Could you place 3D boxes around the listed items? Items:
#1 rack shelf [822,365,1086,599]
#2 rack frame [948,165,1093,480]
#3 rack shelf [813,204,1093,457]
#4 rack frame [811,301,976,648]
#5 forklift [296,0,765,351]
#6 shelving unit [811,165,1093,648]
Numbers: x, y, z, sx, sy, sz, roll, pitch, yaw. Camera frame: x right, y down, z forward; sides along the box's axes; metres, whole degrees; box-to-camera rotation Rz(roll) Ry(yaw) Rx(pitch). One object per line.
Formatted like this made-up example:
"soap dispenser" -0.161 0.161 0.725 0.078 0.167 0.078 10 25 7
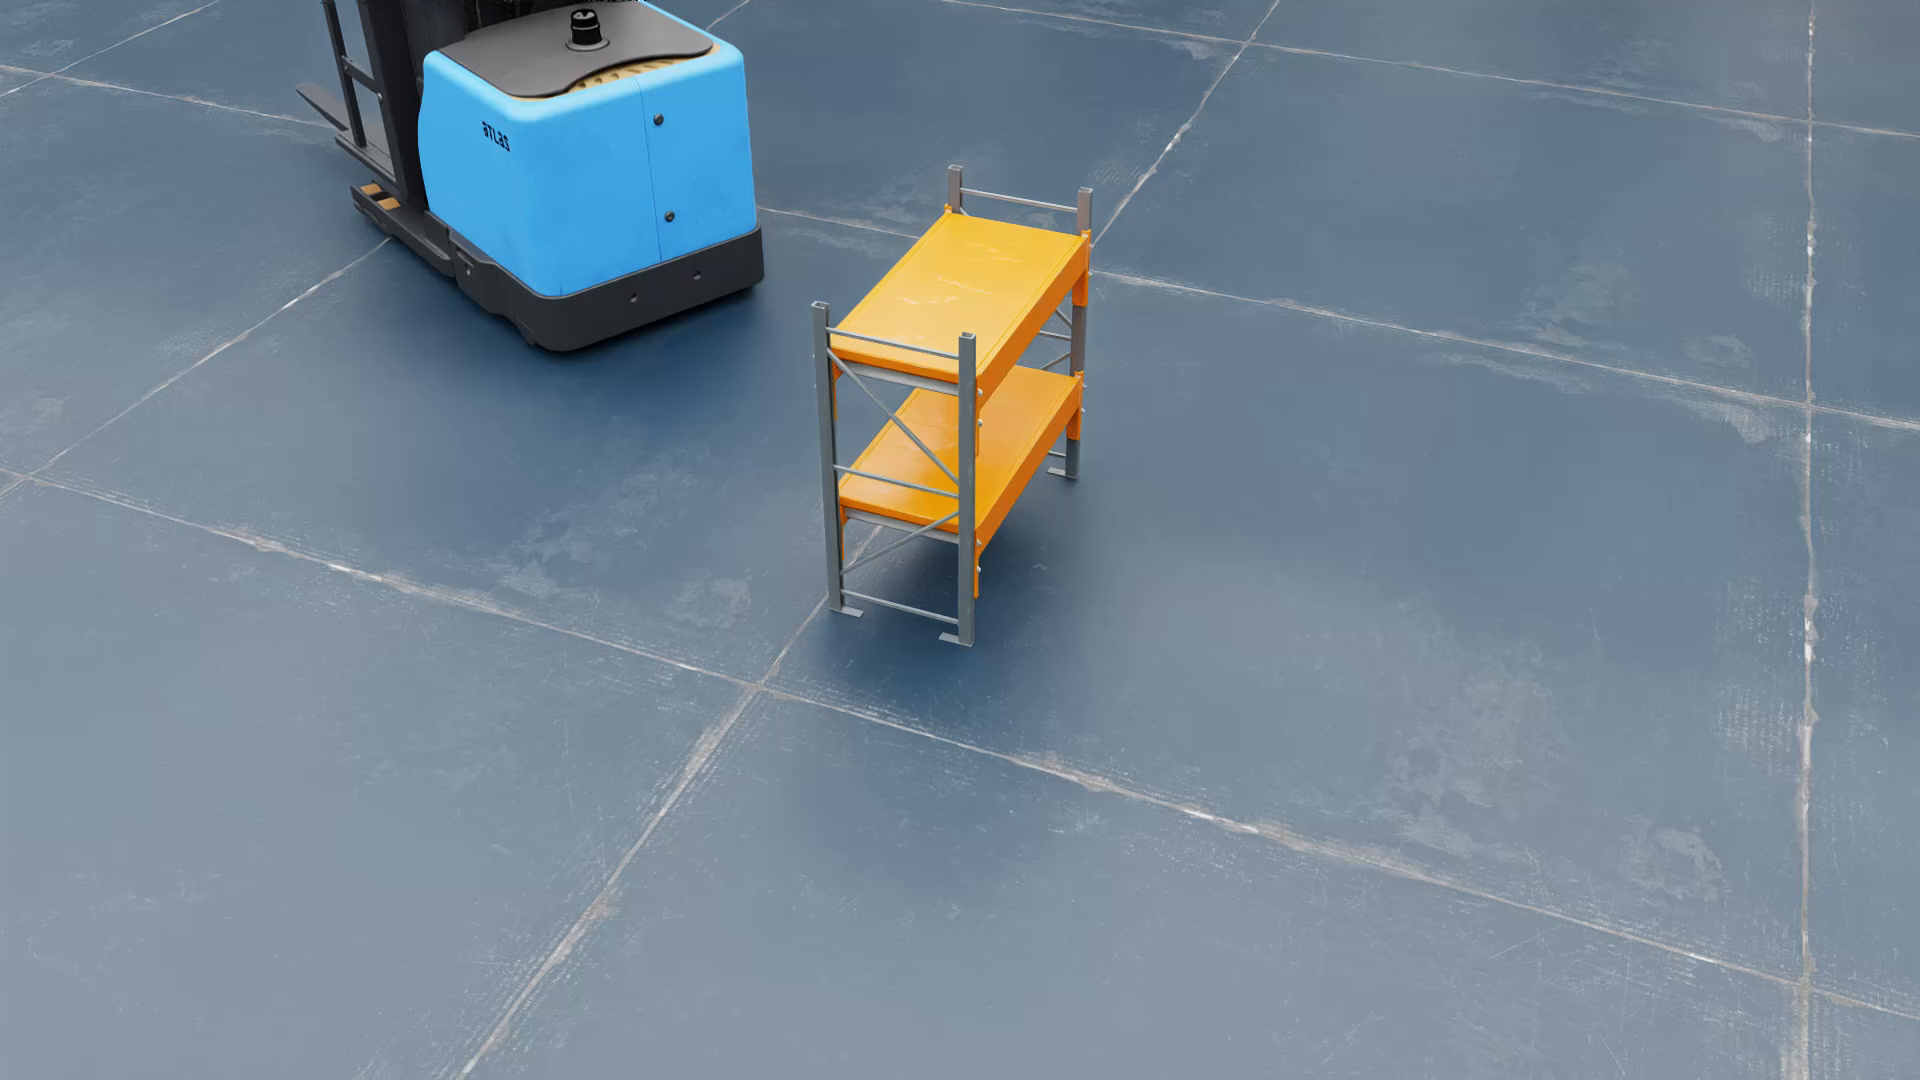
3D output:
"rack shelf" 0.003 -0.258 5.565 0.538 0.278 1.000 14 39 18
"rack frame" 0.196 -0.736 5.795 0.500 1.125 0.032 14 39 18
"rack shelf" 0.003 -0.689 5.243 0.538 0.278 1.000 14 39 18
"rack frame" -0.191 -0.173 5.042 0.500 1.125 0.032 14 39 18
"forklift" -2.165 -2.741 6.969 1.130 2.935 3.031 -26 44 -31
"shelving unit" 0.003 -0.454 5.418 0.538 1.125 1.048 14 39 18
